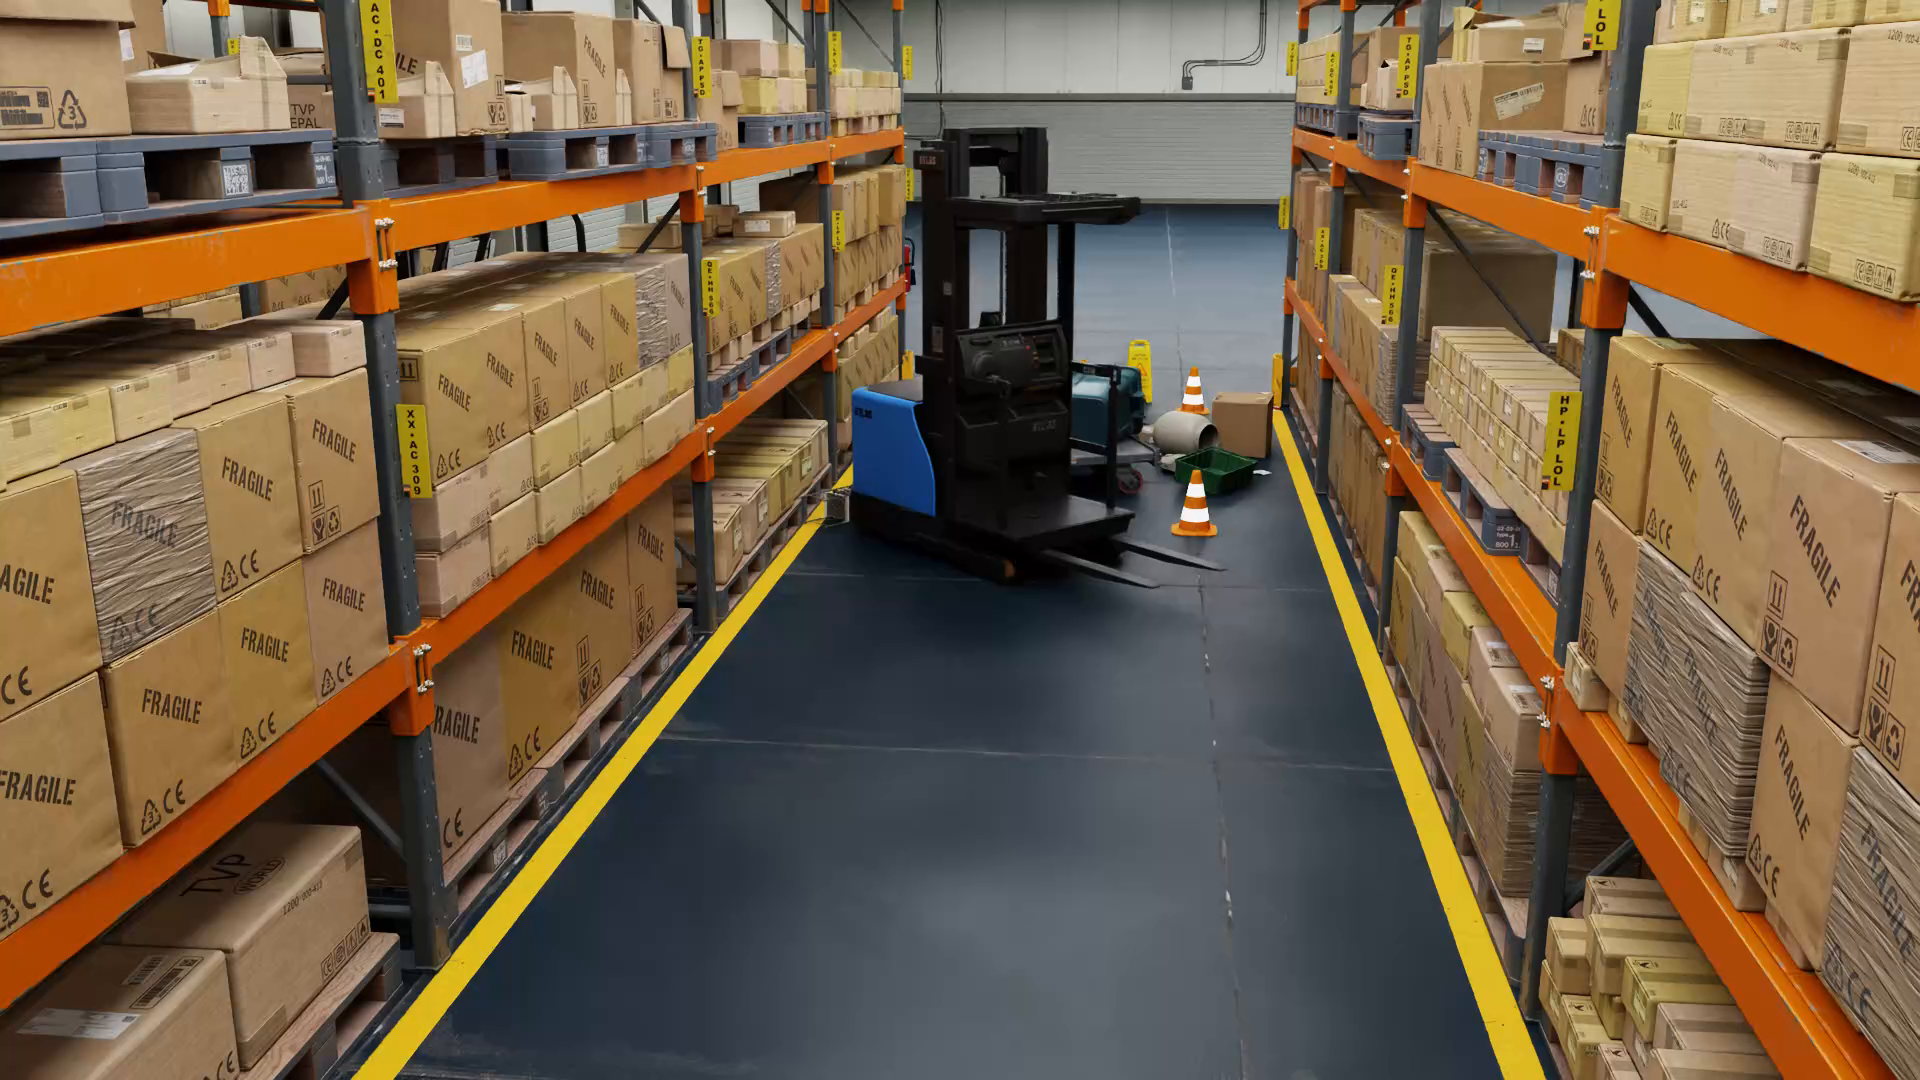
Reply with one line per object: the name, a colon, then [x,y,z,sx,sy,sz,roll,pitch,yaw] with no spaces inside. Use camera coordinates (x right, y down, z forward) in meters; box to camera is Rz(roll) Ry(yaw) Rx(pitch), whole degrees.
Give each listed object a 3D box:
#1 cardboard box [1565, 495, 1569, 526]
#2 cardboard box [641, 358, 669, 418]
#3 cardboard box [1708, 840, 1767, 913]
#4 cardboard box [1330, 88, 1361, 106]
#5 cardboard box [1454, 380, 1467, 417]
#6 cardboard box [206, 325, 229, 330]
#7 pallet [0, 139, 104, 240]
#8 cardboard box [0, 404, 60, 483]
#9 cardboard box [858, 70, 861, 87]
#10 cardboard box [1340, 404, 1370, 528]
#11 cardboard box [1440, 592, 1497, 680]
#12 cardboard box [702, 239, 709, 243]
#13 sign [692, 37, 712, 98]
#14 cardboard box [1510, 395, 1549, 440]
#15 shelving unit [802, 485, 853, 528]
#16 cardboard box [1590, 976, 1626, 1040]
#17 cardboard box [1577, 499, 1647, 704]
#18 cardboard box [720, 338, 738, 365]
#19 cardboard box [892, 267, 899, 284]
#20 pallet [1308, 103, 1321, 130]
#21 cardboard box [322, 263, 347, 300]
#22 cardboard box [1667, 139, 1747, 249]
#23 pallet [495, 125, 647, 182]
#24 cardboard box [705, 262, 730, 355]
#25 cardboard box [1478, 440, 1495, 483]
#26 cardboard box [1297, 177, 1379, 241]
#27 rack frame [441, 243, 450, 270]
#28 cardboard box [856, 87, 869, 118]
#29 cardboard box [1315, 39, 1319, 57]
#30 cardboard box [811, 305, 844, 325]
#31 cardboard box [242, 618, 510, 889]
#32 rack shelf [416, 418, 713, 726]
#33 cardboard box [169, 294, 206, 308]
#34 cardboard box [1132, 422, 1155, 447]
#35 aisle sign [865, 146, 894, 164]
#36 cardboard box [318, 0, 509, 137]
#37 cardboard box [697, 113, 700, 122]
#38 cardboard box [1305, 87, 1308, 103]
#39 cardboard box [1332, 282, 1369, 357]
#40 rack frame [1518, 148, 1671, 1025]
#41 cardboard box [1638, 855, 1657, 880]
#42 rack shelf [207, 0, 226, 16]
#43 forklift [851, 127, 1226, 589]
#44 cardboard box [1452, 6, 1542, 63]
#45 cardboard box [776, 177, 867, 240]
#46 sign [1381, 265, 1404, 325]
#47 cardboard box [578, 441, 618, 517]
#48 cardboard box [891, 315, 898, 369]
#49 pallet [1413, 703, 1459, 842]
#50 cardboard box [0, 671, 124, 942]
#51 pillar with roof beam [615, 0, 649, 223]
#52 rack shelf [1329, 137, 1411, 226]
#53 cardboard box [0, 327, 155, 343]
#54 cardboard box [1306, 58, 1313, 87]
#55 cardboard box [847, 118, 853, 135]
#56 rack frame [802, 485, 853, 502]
cardboard box: [2.345,-0.079,5.814,0.380,0.149,0.250,2,15,8]
cardboard box: [-1.838,-0.805,8.721,0.500,0.250,0.500,1,15,5]
cardboard box: [2.039,0.783,4.000,0.380,0.149,0.250,2,15,9]
cardboard box: [3.123,-3.501,13.103,0.380,0.149,0.250,2,15,6]
cardboard box: [2.610,-0.683,8.047,0.380,0.149,0.250,2,15,7]
cardboard box: [-2.632,-0.519,6.227,0.500,0.500,0.500,2,15,8]
pallet: [-2.676,-0.742,3.584,1.003,0.211,1.213,2,15,6]
cardboard box: [-2.372,-0.225,3.899,0.380,0.149,0.250,2,15,6]
cardboard box: [-1.078,-4.062,14.647,0.380,0.149,0.250,1,15,5]
cardboard box: [3.306,-0.523,11.854,1.050,0.750,0.750,2,15,6]
cardboard box: [2.446,0.426,7.388,0.500,0.250,0.500,1,15,4]
cardboard box: [-2.041,-1.829,11.615,0.500,0.500,0.500,1,15,4]
sign: [-1.431,-2.619,9.213,0.100,0.325,0.005,2,15,6]
cardboard box: [2.469,-0.492,6.771,0.380,0.149,0.250,1,15,4]
shelving unit: [-0.810,-0.291,12.807,0.258,0.210,0.900,13,19,39]
cardboard box: [2.198,1.438,5.185,0.380,0.149,0.250,2,15,7]
cardboard box: [2.190,0.184,4.973,0.500,0.500,0.500,1,15,5]
cardboard box: [-1.618,-1.204,10.545,0.380,0.149,0.250,1,15,3]
cardboard box: [-0.827,-2.683,16.820,0.380,0.149,0.250,2,15,6]
pallet: [3.642,-3.752,14.716,1.003,0.211,1.213,2,15,6]
cardboard box: [-6.055,-2.507,15.496,0.500,0.500,0.500,2,15,6]
cardboard box: [2.135,-0.878,4.203,0.500,0.250,0.500,1,15,5]
pallet: [-2.125,-1.800,7.688,1.003,0.211,1.213,2,15,9]
cardboard box: [-1.701,-1.406,10.051,0.500,0.500,0.500,1,15,5]
cardboard box: [2.519,-0.342,7.358,0.380,0.149,0.250,1,15,4]
cardboard box: [3.602,-3.069,15.410,0.875,0.550,0.550,2,15,6]
rack frame: [-6.012,-3.122,17.961,1.000,3.000,0.127,2,15,6]
cardboard box: [-1.090,-3.828,14.544,0.500,0.250,0.500,2,15,7]
cardboard box: [3.295,-4.281,14.457,0.380,0.149,0.250,2,15,7]
cardboard box: [-1.176,-1.890,13.888,0.380,0.149,0.250,2,15,6]
cardboard box: [-2.443,0.795,6.740,0.875,0.875,0.875,2,15,8]
rack shelf: [-2.207,-0.036,7.927,1.077,0.370,4.000,2,15,6]
cardboard box: [-6.315,-1.985,13.086,0.500,0.250,0.500,1,15,5]
cardboard box: [1.763,-1.000,15.352,0.396,0.266,0.258,4,16,16]
aisle sign: [-0.784,-4.239,17.113,0.394,0.787,0.004,2,15,6]
cardboard box: [-2.046,-1.783,6.269,0.500,0.500,0.500,1,15,5]
cardboard box: [-1.749,-2.428,9.905,0.396,0.266,0.258,2,15,6]
cardboard box: [3.380,-4.094,15.293,0.380,0.149,0.250,2,15,6]
cardboard box: [3.016,-1.609,12.173,0.500,0.500,0.500,2,15,7]
rack frame: [2.497,0.255,5.472,1.000,3.000,0.127,2,15,6]
cardboard box: [2.844,1.075,6.423,0.500,0.500,0.500,2,15,8]
rack shelf: [-6.689,-3.922,11.569,1.077,0.370,4.000,2,15,6]
forklift: [0.501,-1.270,11.242,1.130,2.935,3.031,-12,19,-37]
cardboard box: [2.570,-2.418,7.952,0.396,0.266,0.258,2,15,6]
cardboard box: [-1.186,-2.853,14.291,0.700,0.500,0.500,2,15,7]
sign: [2.396,-1.357,9.215,0.100,0.325,0.005,2,15,6]
cardboard box: [-1.925,-0.295,7.792,0.500,0.250,0.500,1,15,5]
cardboard box: [-0.910,-1.999,16.834,0.500,0.500,0.500,2,15,7]
pallet: [2.718,1.082,7.756,1.003,0.211,1.213,2,15,6]
cardboard box: [-2.400,0.615,3.950,0.500,0.500,0.500,2,15,8]
pillar with roof beam: [-1.354,-8.849,27.650,9.100,9.000,0.400,2,15,6]
rack shelf: [3.174,-2.402,10.929,1.077,0.370,4.000,2,15,6]
cardboard box: [-2.740,-0.567,5.164,0.380,0.149,0.250,2,15,7]
cardboard box: [3.429,-4.247,15.097,0.500,0.250,0.500,2,15,6]
cardboard box: [-1.139,-3.606,14.487,0.380,0.149,0.250,1,15,5]
rack frame: [-0.809,-0.390,12.782,0.240,0.006,0.900,13,19,39]
